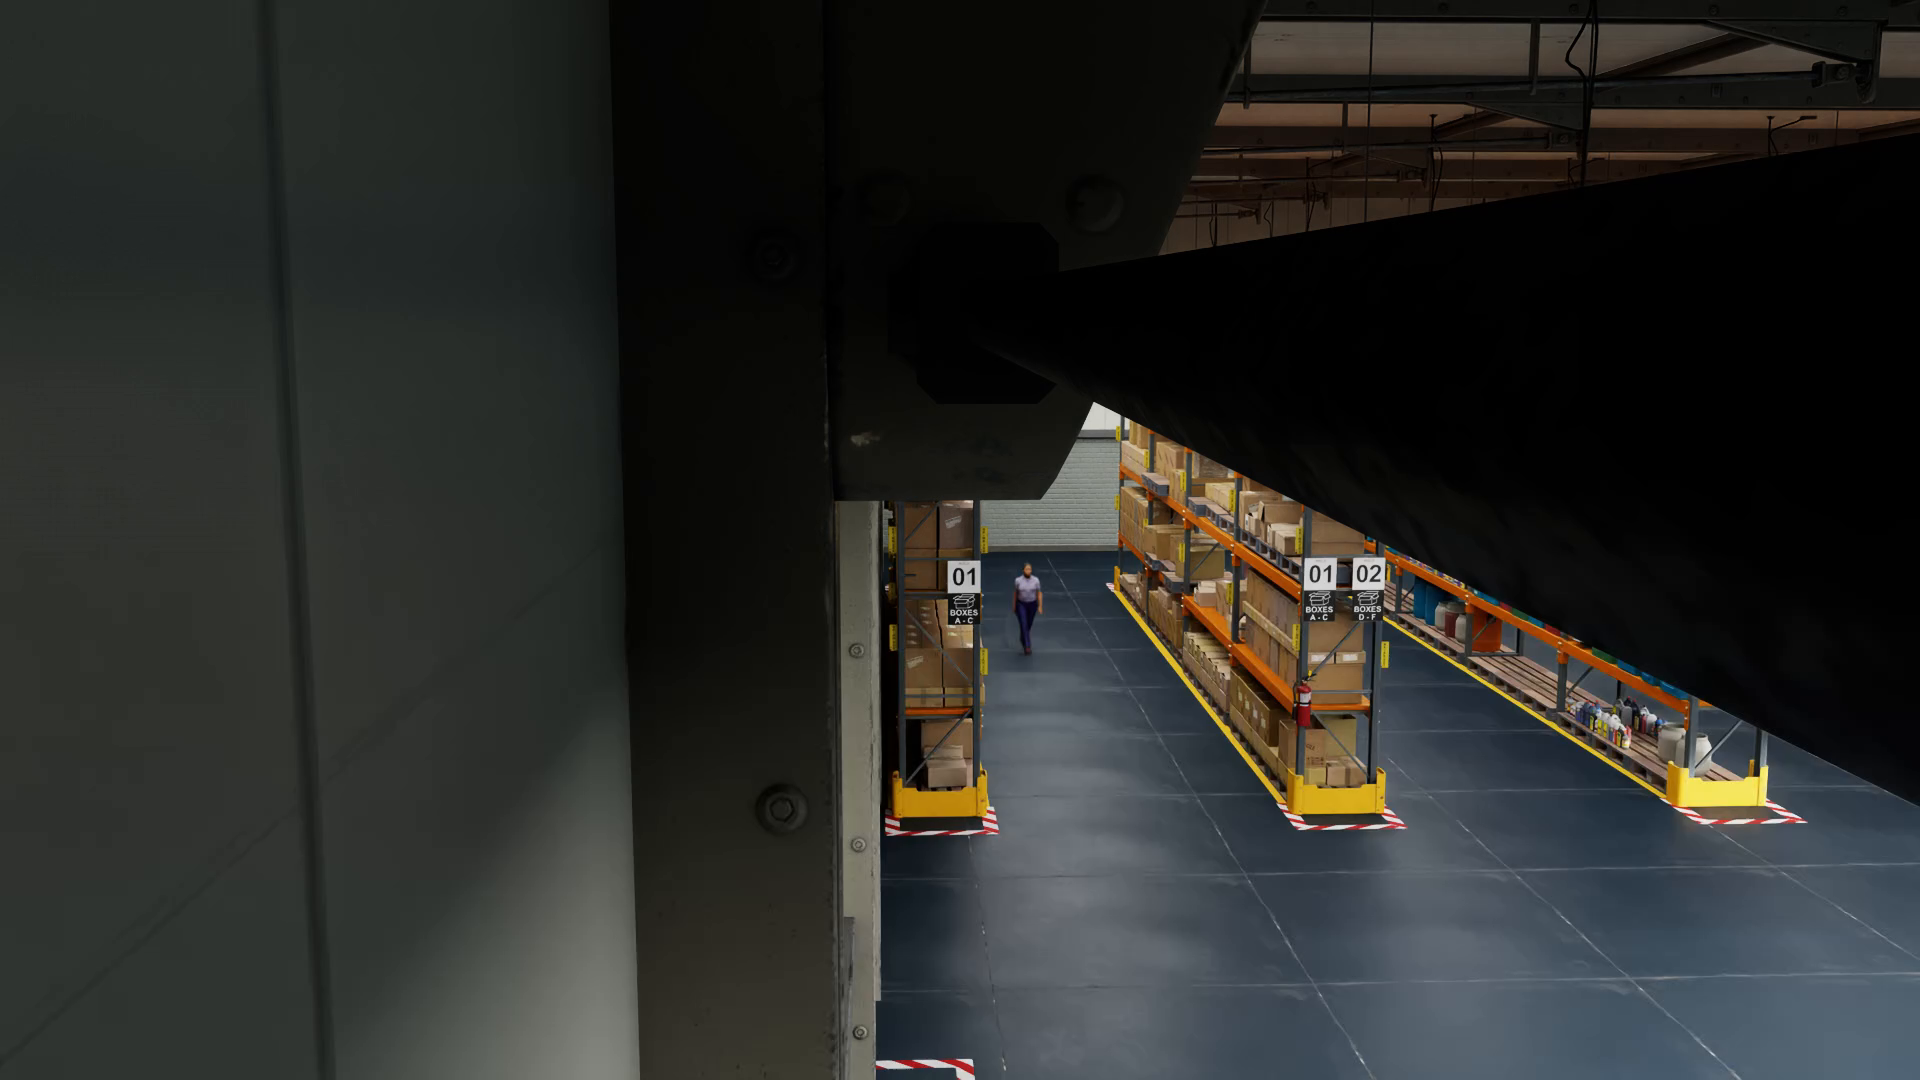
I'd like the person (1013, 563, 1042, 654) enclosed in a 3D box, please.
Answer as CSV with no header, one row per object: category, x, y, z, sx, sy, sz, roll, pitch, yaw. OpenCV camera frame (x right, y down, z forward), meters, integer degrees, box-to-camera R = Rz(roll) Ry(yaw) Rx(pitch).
person,1.247,1.203,30.146,0.473,1.579,1.059,-3,9,-17

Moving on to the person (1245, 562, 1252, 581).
person,6.542,0.188,37.019,0.498,1.603,1.060,0,8,0
